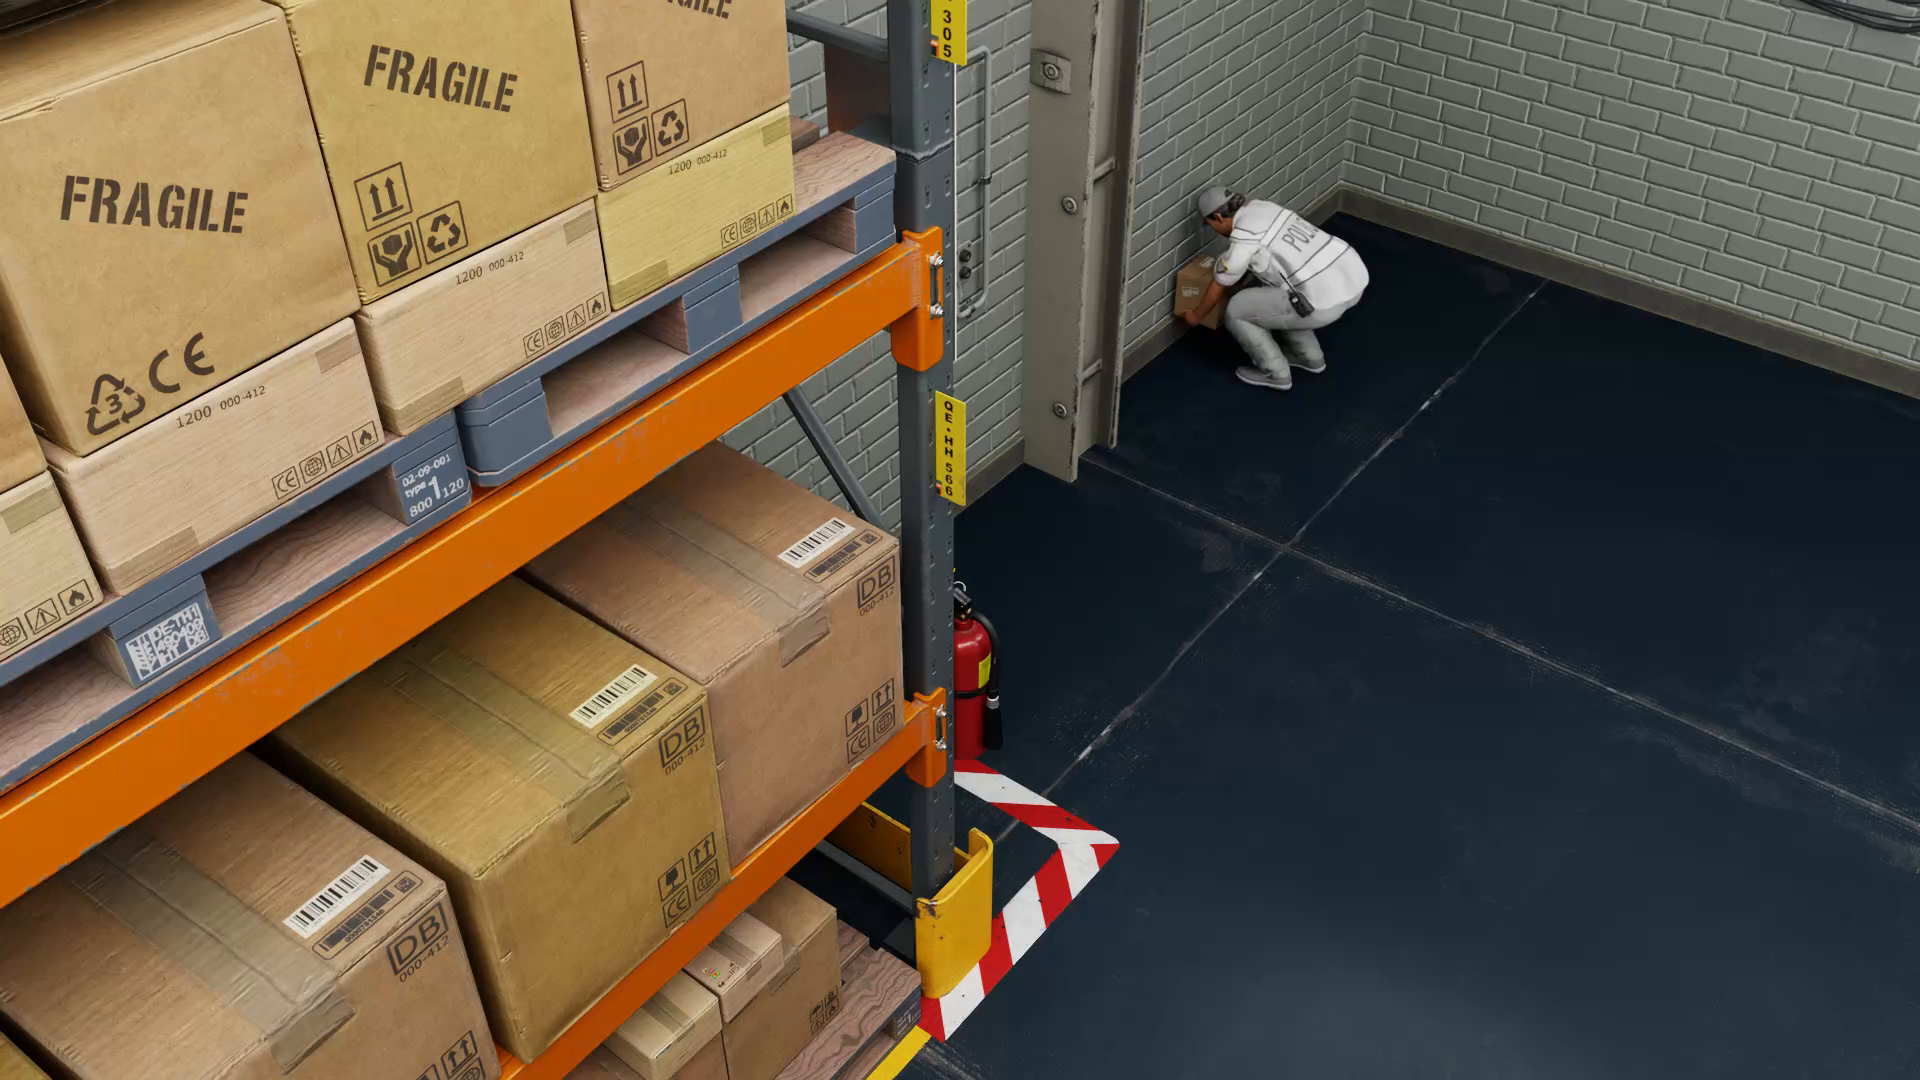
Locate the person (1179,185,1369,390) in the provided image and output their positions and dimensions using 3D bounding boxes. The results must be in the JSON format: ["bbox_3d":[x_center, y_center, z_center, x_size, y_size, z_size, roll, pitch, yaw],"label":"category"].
[{"bbox_3d":[1.559,-1.251,8.272,0.886,0.943,0.499,24,45,27],"label":"person"}]
